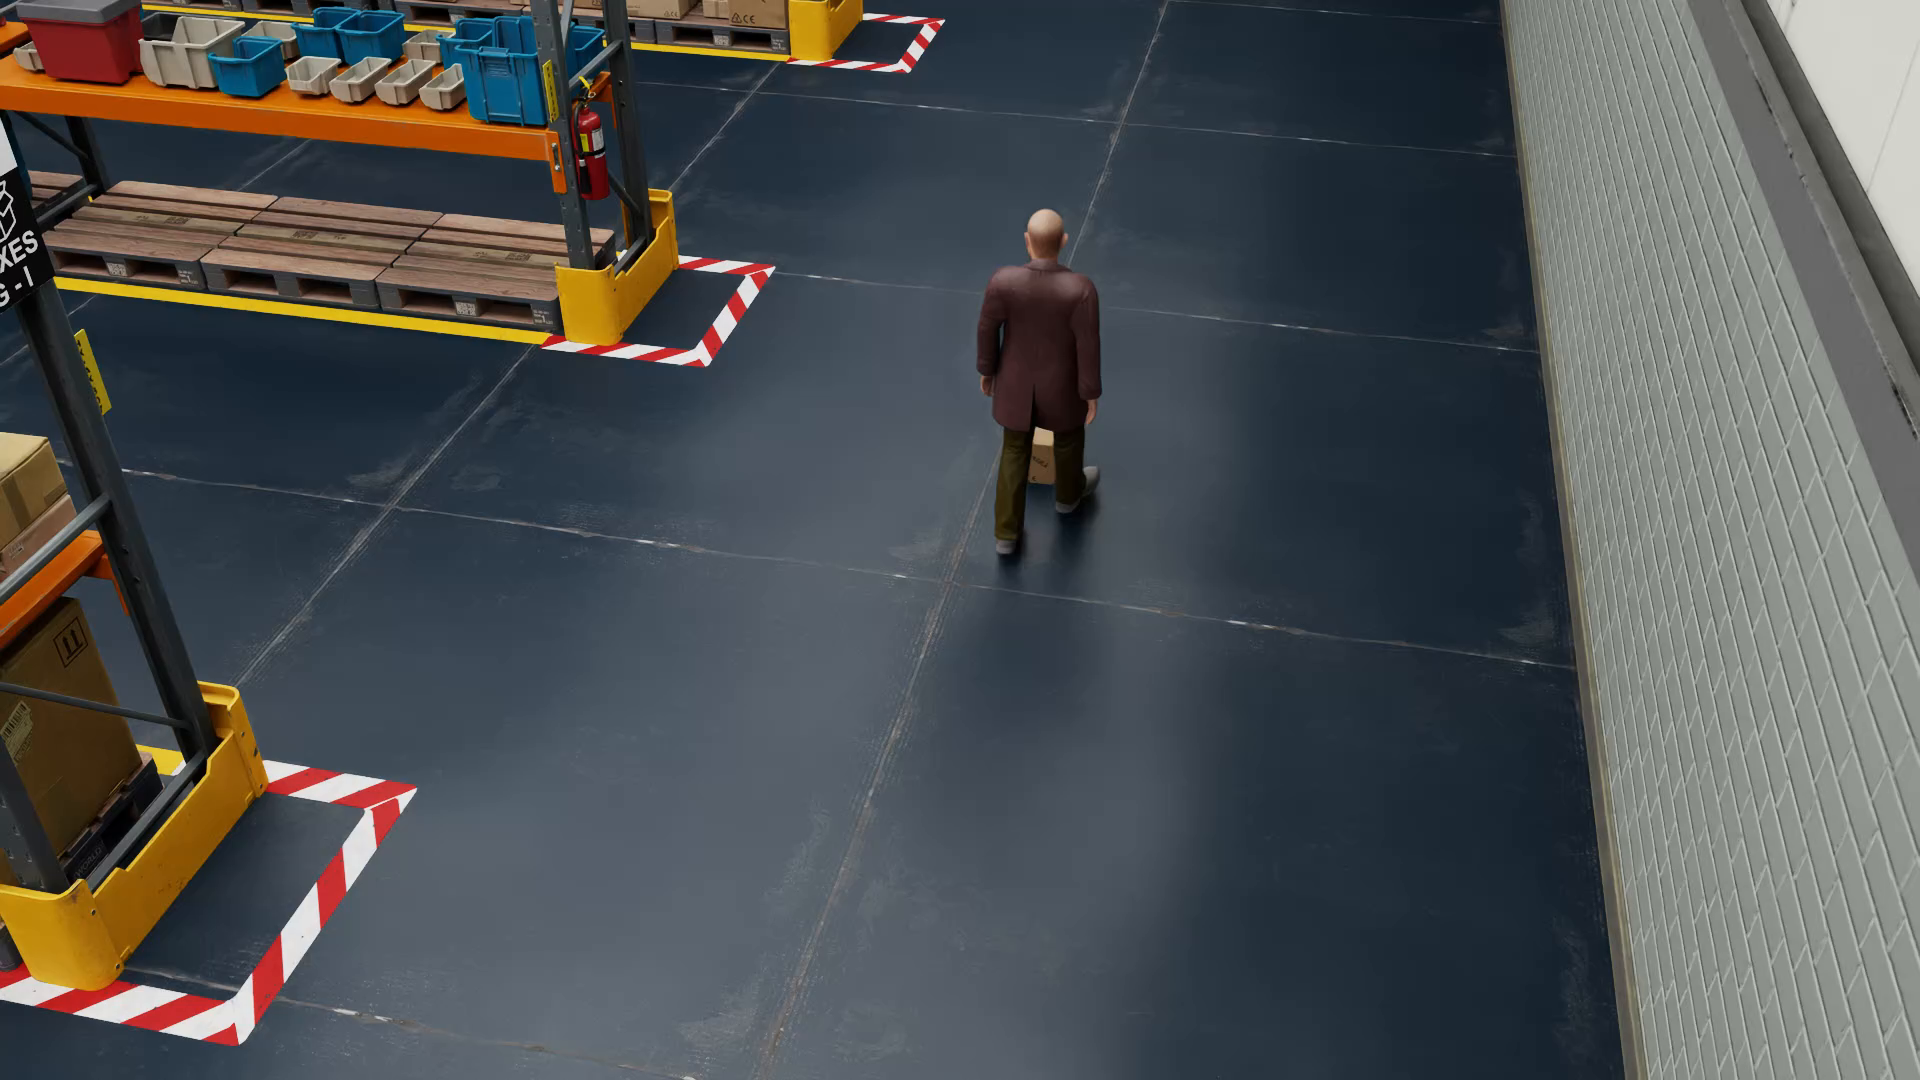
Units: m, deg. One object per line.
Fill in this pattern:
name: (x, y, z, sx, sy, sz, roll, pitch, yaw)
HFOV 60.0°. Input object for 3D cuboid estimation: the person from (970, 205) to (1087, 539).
person: (0.330, -0.778, 8.097, 0.574, 1.840, 0.496, 8, 37, 11)
